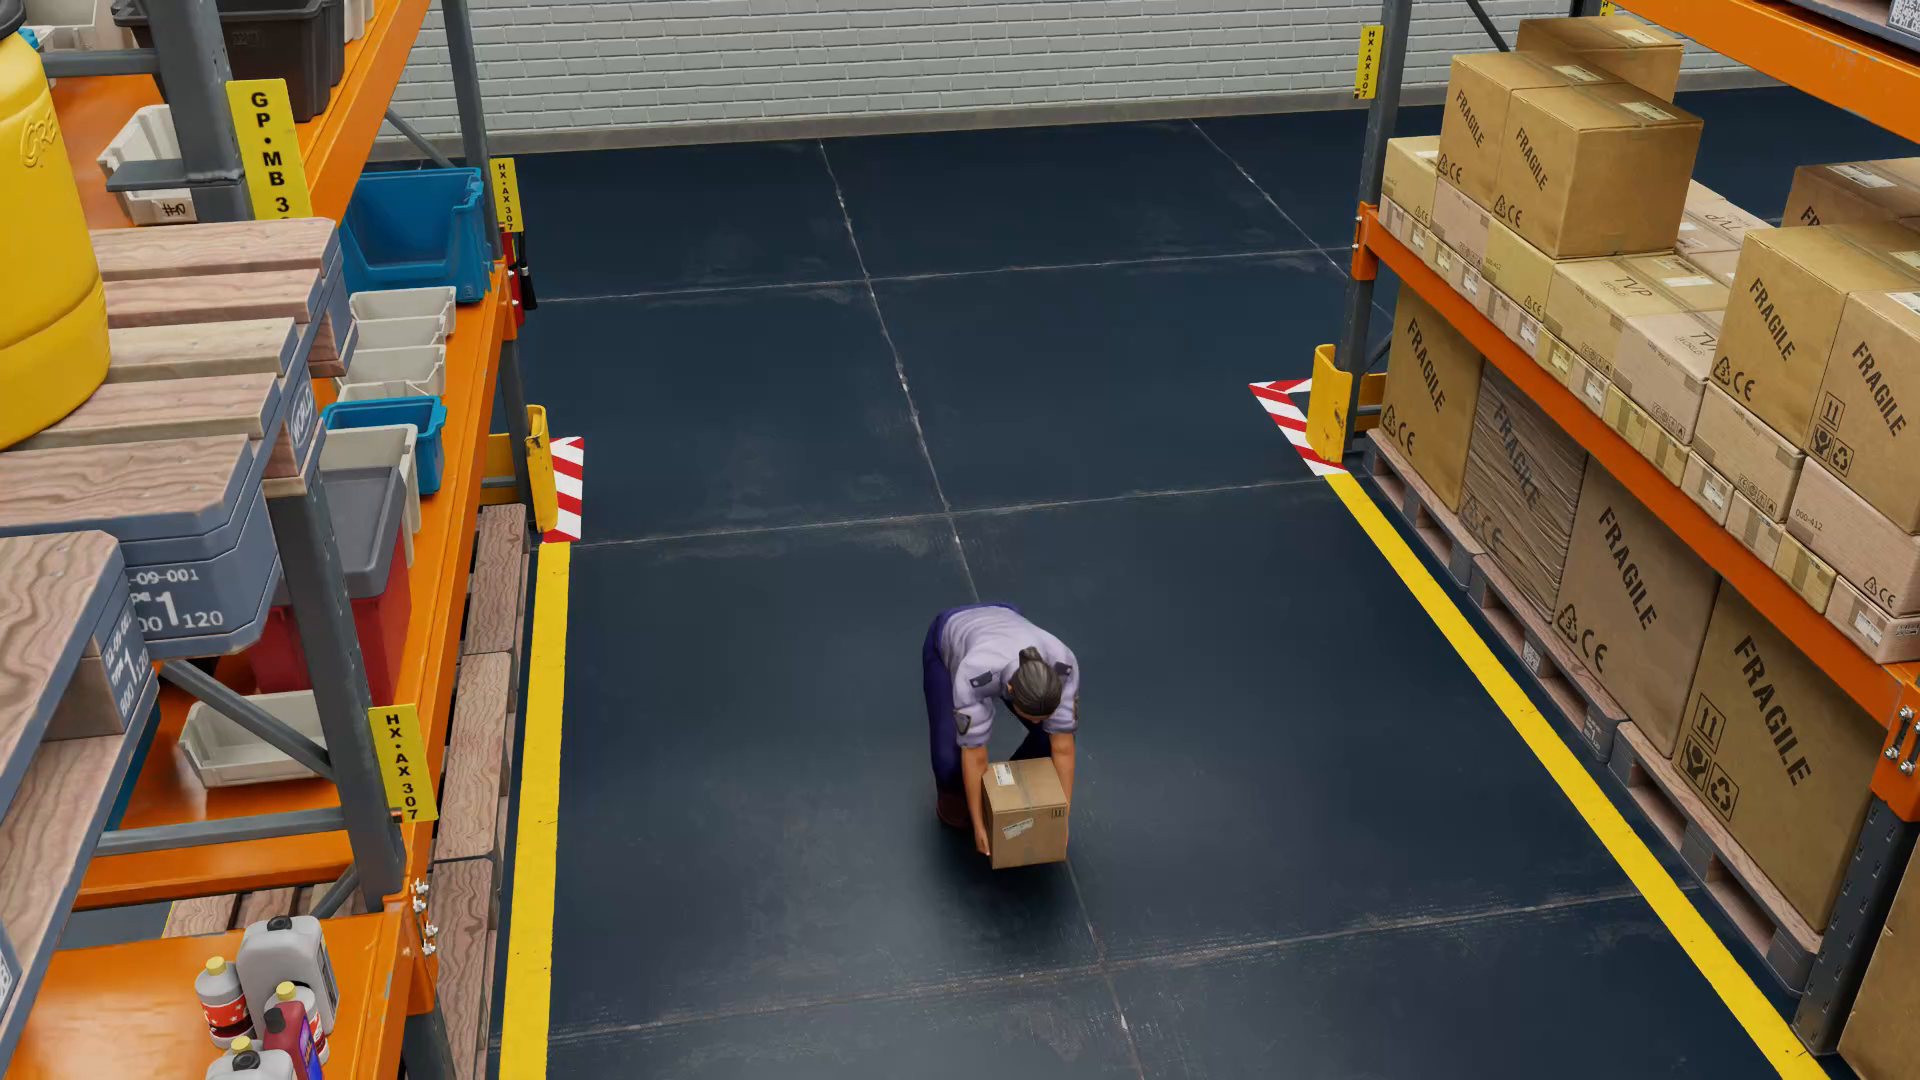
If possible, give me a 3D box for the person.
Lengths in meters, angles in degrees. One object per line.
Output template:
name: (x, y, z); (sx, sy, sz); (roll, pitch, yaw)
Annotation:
person: (0.140, 0.629, 5.791); (0.508, 0.941, 0.868); (-6, 31, -11)
